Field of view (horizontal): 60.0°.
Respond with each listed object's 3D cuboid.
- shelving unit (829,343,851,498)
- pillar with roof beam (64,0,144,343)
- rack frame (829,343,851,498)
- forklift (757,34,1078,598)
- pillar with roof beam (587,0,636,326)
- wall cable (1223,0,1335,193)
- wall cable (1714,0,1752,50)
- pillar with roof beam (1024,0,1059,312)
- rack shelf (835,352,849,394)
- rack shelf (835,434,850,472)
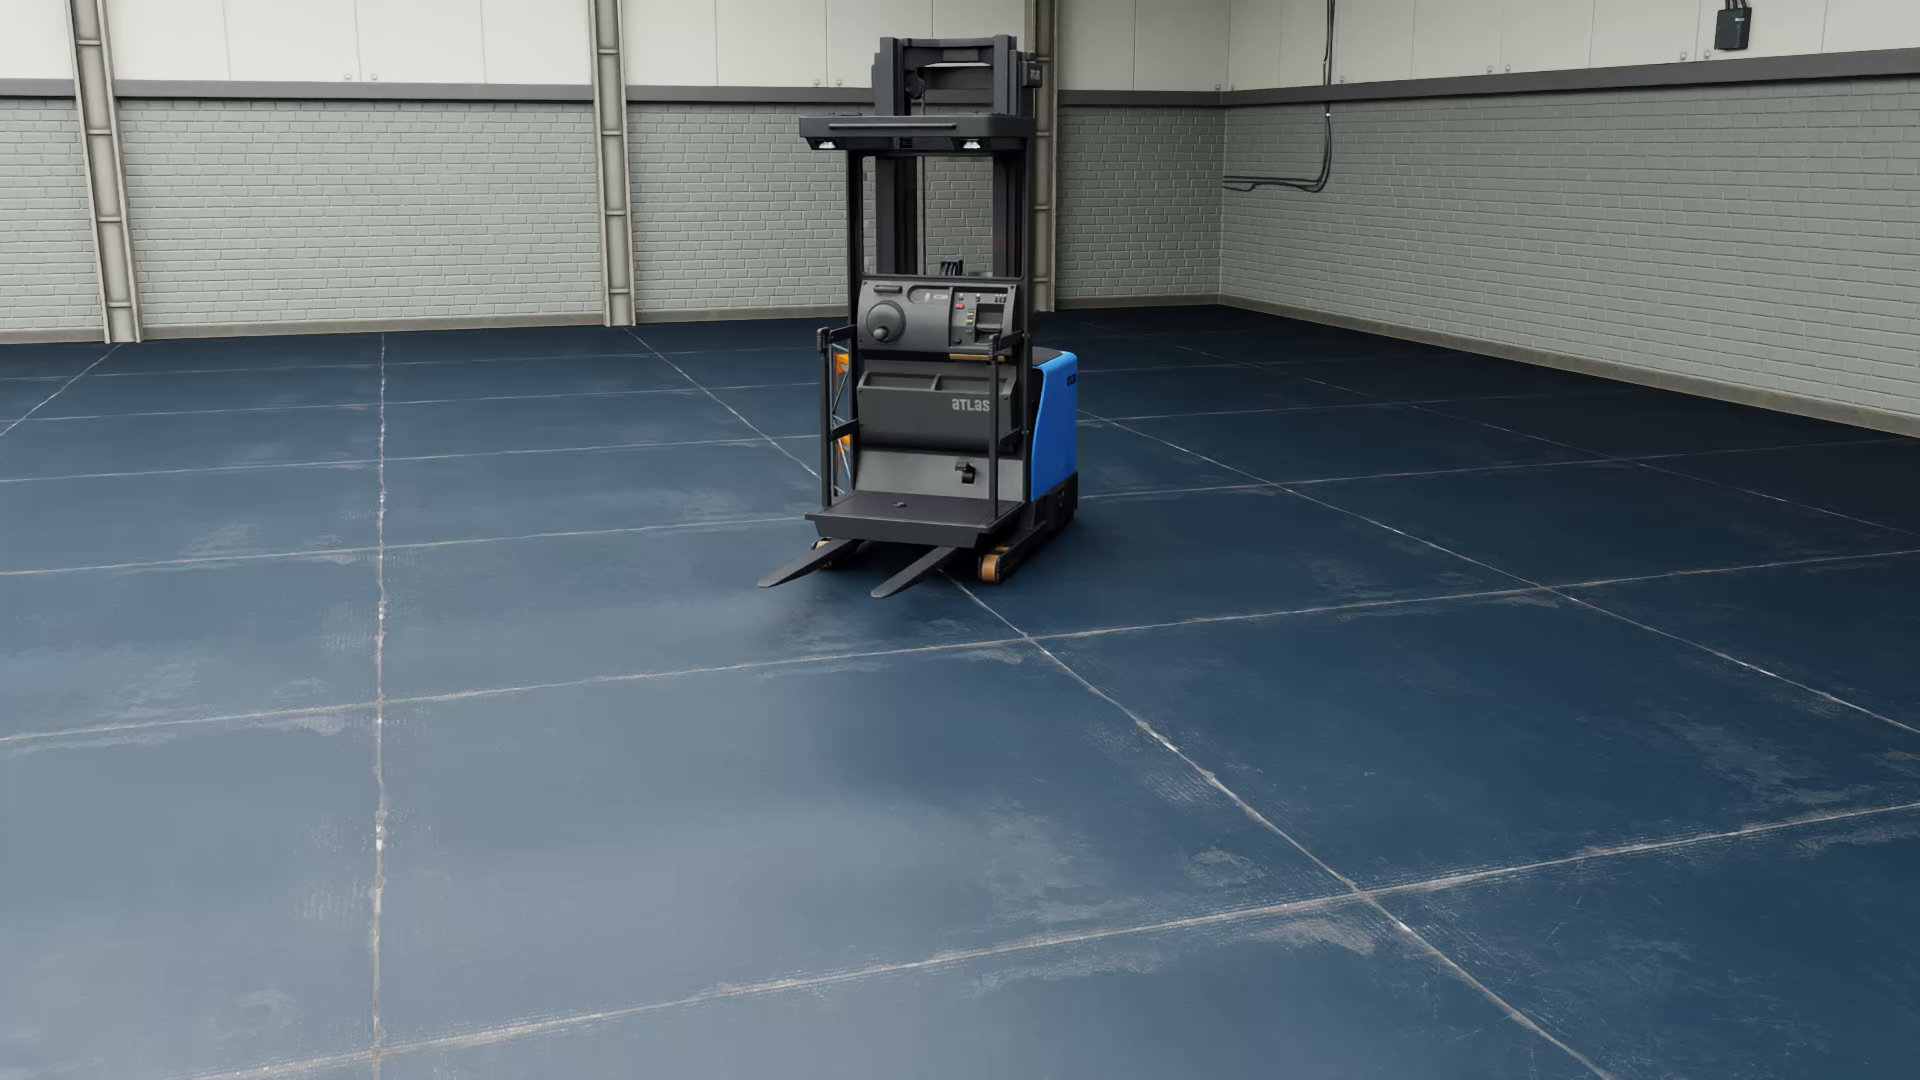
[{"bbox_3d":[-0.299,-0.827,11.190,1.048,1.125,0.538,-5,14,-20],"label":"shelving unit"},{"bbox_3d":[-8.865,-5.870,15.373,0.400,9.000,9.100,-4,14,-18],"label":"pillar with roof beam"},{"bbox_3d":[-0.776,-0.787,11.020,0.032,1.125,0.500,-5,14,-20],"label":"rack frame"},{"bbox_3d":[-0.201,-1.290,9.230,1.130,2.935,3.031,5,14,18],"label":"forklift"},{"bbox_3d":[-3.178,-6.312,17.235,0.400,9.000,9.100,-4,14,-18],"label":"pillar with roof beam"},{"bbox_3d":[4.349,-6.116,23.120,0.112,2.526,3.097,-4,14,-18],"label":"wall cable"},{"bbox_3d":[7.362,-7.198,13.609,0.169,6.003,2.305,-4,14,-18],"label":"wall cable"},{"bbox_3d":[2.508,-6.755,19.096,0.400,9.000,9.100,-4,14,-18],"label":"pillar with roof beam"},{"bbox_3d":[-0.299,-1.112,11.122,1.000,0.278,0.538,-5,14,-20],"label":"rack shelf"},{"bbox_3d":[-0.299,-0.589,11.246,1.000,0.278,0.538,-5,14,-20],"label":"rack shelf"}]
